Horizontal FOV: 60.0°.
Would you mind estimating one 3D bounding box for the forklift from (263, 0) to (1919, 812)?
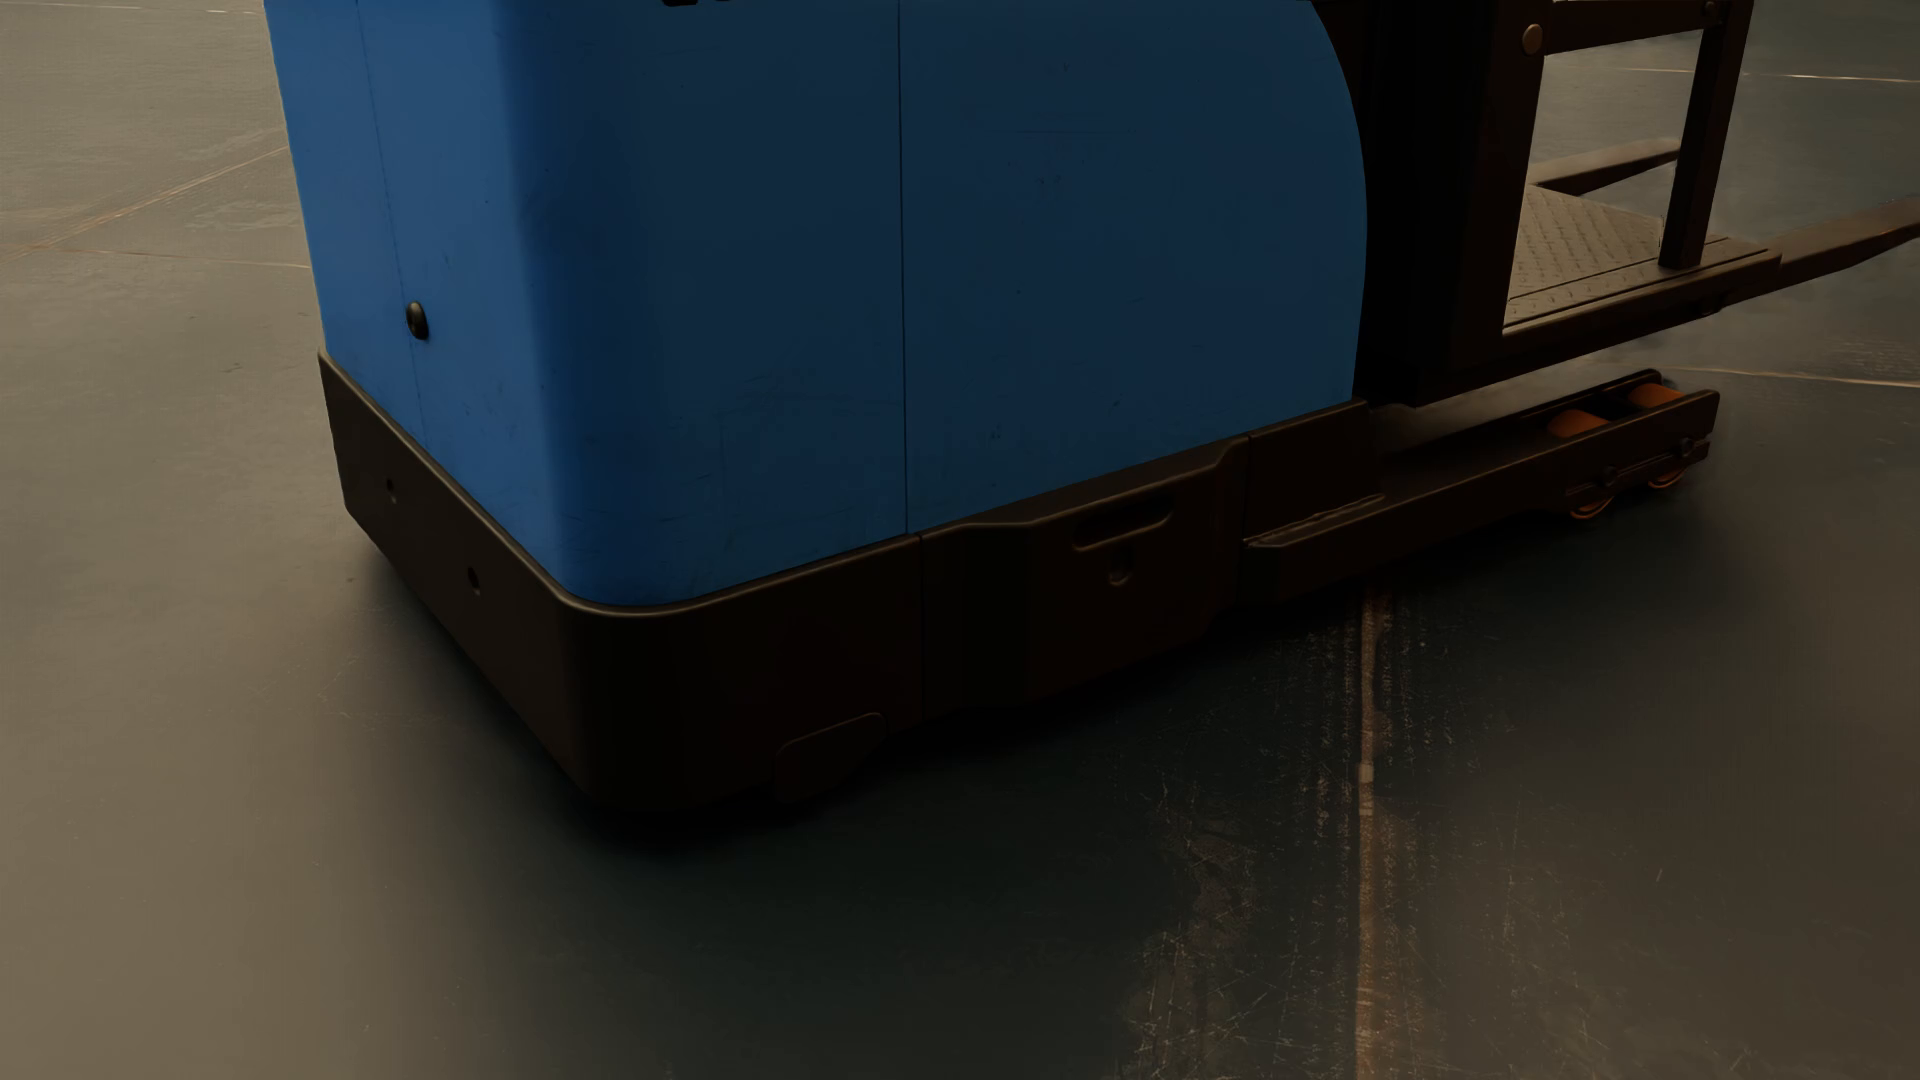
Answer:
[{"bbox_3d":[0.593,-1.518,2.255,3.031,2.935,1.130,-17,32,-31],"label":"forklift"}]
